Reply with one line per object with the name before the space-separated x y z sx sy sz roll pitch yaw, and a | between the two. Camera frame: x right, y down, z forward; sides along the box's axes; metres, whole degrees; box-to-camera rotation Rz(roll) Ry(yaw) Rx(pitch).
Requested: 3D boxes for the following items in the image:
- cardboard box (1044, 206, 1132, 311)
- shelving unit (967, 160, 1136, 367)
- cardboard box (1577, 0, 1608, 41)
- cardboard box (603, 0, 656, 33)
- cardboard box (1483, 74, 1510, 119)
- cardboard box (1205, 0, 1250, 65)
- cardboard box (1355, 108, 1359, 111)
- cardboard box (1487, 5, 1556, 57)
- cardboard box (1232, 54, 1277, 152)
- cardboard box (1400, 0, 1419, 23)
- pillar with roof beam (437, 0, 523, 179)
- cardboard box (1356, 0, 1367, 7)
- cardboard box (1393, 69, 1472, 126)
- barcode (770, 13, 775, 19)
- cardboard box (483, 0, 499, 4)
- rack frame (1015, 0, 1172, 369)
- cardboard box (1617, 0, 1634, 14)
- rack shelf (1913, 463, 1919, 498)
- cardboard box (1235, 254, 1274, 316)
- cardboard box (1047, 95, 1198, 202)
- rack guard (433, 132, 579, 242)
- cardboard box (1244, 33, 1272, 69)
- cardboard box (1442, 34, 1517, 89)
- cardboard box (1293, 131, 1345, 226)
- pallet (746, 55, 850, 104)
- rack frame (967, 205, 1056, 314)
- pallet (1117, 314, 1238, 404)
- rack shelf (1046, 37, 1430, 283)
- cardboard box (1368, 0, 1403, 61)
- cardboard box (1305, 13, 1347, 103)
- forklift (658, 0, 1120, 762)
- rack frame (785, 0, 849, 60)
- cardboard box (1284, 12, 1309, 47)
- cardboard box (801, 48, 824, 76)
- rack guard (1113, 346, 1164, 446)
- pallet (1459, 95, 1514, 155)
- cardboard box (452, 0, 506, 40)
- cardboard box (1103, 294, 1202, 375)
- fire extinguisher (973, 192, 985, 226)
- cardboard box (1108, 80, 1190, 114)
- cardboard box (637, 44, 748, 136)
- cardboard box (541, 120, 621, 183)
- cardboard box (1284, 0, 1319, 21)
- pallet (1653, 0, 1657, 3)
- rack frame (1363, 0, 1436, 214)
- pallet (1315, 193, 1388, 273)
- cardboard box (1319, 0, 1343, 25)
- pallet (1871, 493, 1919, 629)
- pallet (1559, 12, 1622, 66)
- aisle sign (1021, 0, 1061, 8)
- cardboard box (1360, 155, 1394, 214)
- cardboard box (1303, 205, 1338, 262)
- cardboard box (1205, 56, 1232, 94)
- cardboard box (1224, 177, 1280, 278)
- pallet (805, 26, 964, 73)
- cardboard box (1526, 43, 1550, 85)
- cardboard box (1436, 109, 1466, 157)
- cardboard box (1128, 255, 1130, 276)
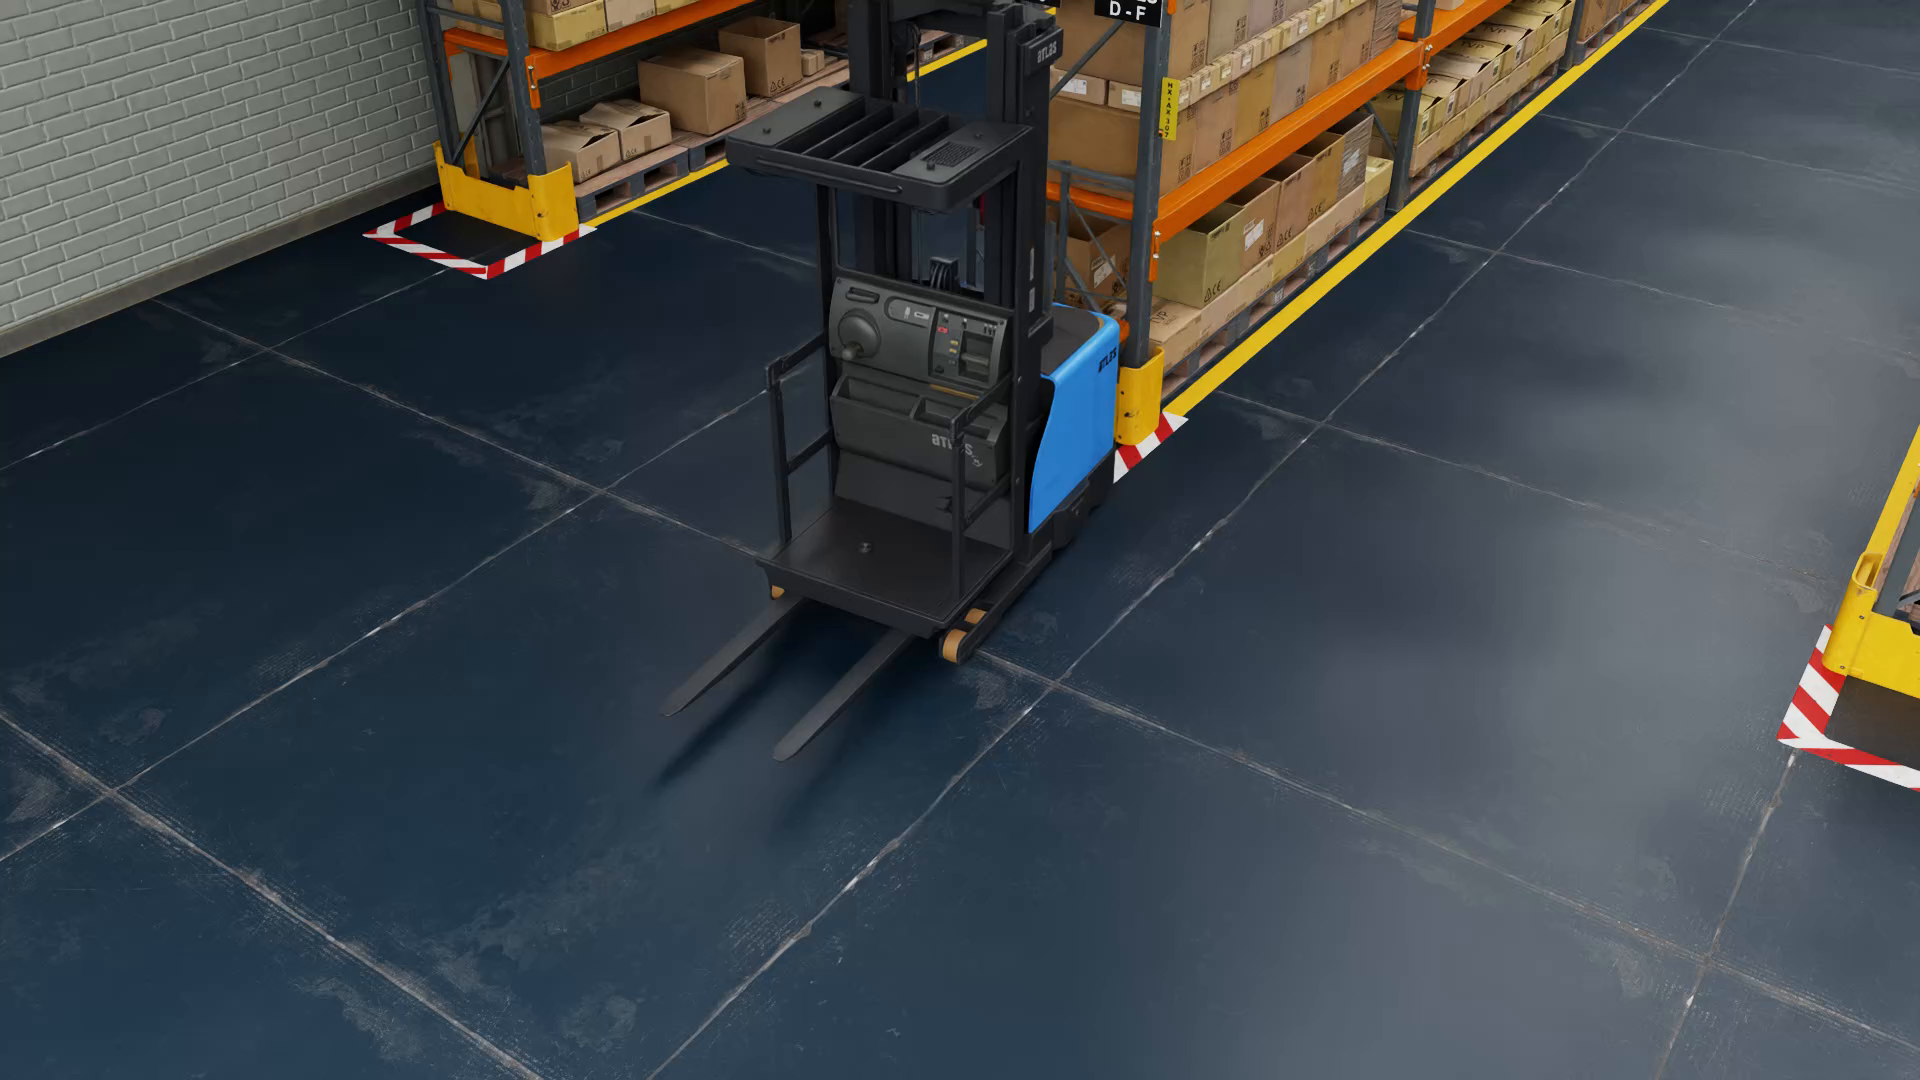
cardboard box | 0.710 -1.745 10.239 0.500 0.500 0.500 21 39 28
shelving unit | 0.521 -1.210 9.214 0.587 1.500 1.083 17 33 27
cardboard box | 5.705 -5.005 15.487 0.500 0.500 0.500 23 40 30
cardboard box | -2.599 -3.951 12.207 0.500 0.250 0.500 20 39 27
cardboard box | 4.240 -3.748 13.870 0.500 0.250 0.500 22 40 29
cardboard box | 1.251 -3.116 9.608 0.700 0.500 0.500 20 39 27
cardboard box | 2.925 -3.444 12.920 0.500 0.311 0.500 21 39 28
cardboard box | 4.823 -4.446 14.401 0.500 0.311 0.500 21 39 28
cardboard box | 1.509 -2.780 10.270 0.700 0.500 0.500 22 40 28
cardboard box | 3.175 -4.077 12.411 0.500 0.250 0.500 24 41 31
pillar with roof beam | -0.198 -5.347 8.799 9.100 9.000 0.400 21 39 28
cardboard box | 2.512 -3.660 10.991 0.380 0.149 0.250 21 39 28
cardboard box | 3.660 -3.505 13.011 0.500 0.311 0.500 21 39 28
barcode | -1.647 -4.587 14.584 0.001 0.075 0.075 21 39 28
cardboard box | -3.329 -4.180 11.876 0.500 0.500 0.500 21 39 28
rack frame | 0.649 -2.058 9.291 1.000 3.000 0.127 21 39 28
cardboard box | 6.289 -5.477 16.185 0.500 0.500 0.500 21 39 28
rack shelf | 5.856 -1.097 8.512 1.077 0.370 4.000 21 39 28
cardboard box | 1.705 -1.730 10.886 0.500 0.250 0.500 21 39 28
cardboard box | 0.926 -2.310 9.575 0.700 0.500 0.500 21 39 28
rack guard | -3.379 -2.638 12.380 1.175 0.500 0.348 21 39 28
cardboard box | 1.637 -2.956 9.950 0.380 0.149 0.250 20 39 27
cardboard box | 4.245 -3.985 13.719 0.500 0.311 0.500 22 40 29
cardboard box | 2.268 -2.504 11.360 0.500 0.500 0.500 21 39 28
pallet | -1.496 -4.004 14.658 1.003 0.211 1.213 21 39 28
rack frame | 0.252 -1.001 8.825 0.500 1.500 0.032 17 33 27
pallet | 1.051 -1.268 10.613 1.003 0.211 1.213 21 39 28
rack shelf | 1.789 -2.680 10.854 1.077 0.370 4.000 21 39 28
cardboard box | 2.682 -3.734 11.680 0.700 0.500 0.500 20 39 27
cardboard box | 2.097 -3.260 10.979 0.700 0.500 0.500 22 40 29
forklift | -0.308 -0.910 7.654 1.130 2.935 3.031 18 38 24
rack frame | -1.142 -5.479 14.351 1.000 3.000 0.127 21 39 28
cardboard box | 1.927 -3.187 10.292 0.380 0.149 0.250 22 40 29
cardboard box | -1.422 -4.232 14.643 0.380 0.166 0.250 16 37 22
rack guard | 0.635 -1.012 9.975 1.175 0.500 0.348 21 39 28
pallet | 4.013 -3.659 14.148 1.003 0.211 1.213 21 39 28
cardboard box | -3.315 -3.862 12.075 0.500 0.250 0.500 22 40 29
cardboard box | 1.137 -1.269 10.204 0.500 0.250 0.500 21 39 28
fire extinguisher | 0.200 -2.120 9.452 0.296 0.674 0.183 21 39 28
cardboard box | 1.050 -2.480 9.247 0.380 0.149 0.250 21 39 28
cardboard box | -2.170 -3.659 13.497 0.700 0.500 0.500 19 38 25
cardboard box | -2.954 -2.997 12.687 0.500 0.311 0.500 17 37 23
cardboard box | 1.823 -3.579 10.292 0.700 0.500 0.500 21 39 28
pallet | 7.058 -6.039 17.667 1.003 0.211 1.213 21 39 28
rack frame | 2.930 -3.899 12.013 1.000 3.000 0.127 21 39 28
pallet | 2.442 -2.391 12.273 1.003 0.211 1.213 21 39 28
cardboard box | 2.225 -3.432 10.654 0.380 0.149 0.250 22 40 29
pallet | 5.188 0.259 8.355 1.003 0.211 1.213 21 39 28
pallet | 5.667 -4.916 16.007 1.003 0.211 1.213 21 39 28
aisle sign | 0.370 -3.199 8.657 0.394 0.787 0.004 21 39 28
cardboard box | 2.845 -2.651 12.247 0.500 0.250 0.500 21 39 28
cardboard box | 2.279 -2.189 11.564 0.500 0.250 0.500 21 39 28
cardboard box | 1.341 -2.717 9.597 0.380 0.149 0.250 21 40 28
cardboard box | 1.696 -2.044 10.681 0.500 0.500 0.500 21 39 28
pallet | -0.699 -4.683 15.662 1.003 0.211 1.213 21 39 28
cardboard box | 4.820 -4.216 14.562 0.500 0.250 0.500 21 39 28
cardboard box | 3.656 -3.275 13.171 0.500 0.250 0.500 22 40 29
cardboard box | 0.987 -1.668 10.794 0.500 0.250 0.500 21 39 28
